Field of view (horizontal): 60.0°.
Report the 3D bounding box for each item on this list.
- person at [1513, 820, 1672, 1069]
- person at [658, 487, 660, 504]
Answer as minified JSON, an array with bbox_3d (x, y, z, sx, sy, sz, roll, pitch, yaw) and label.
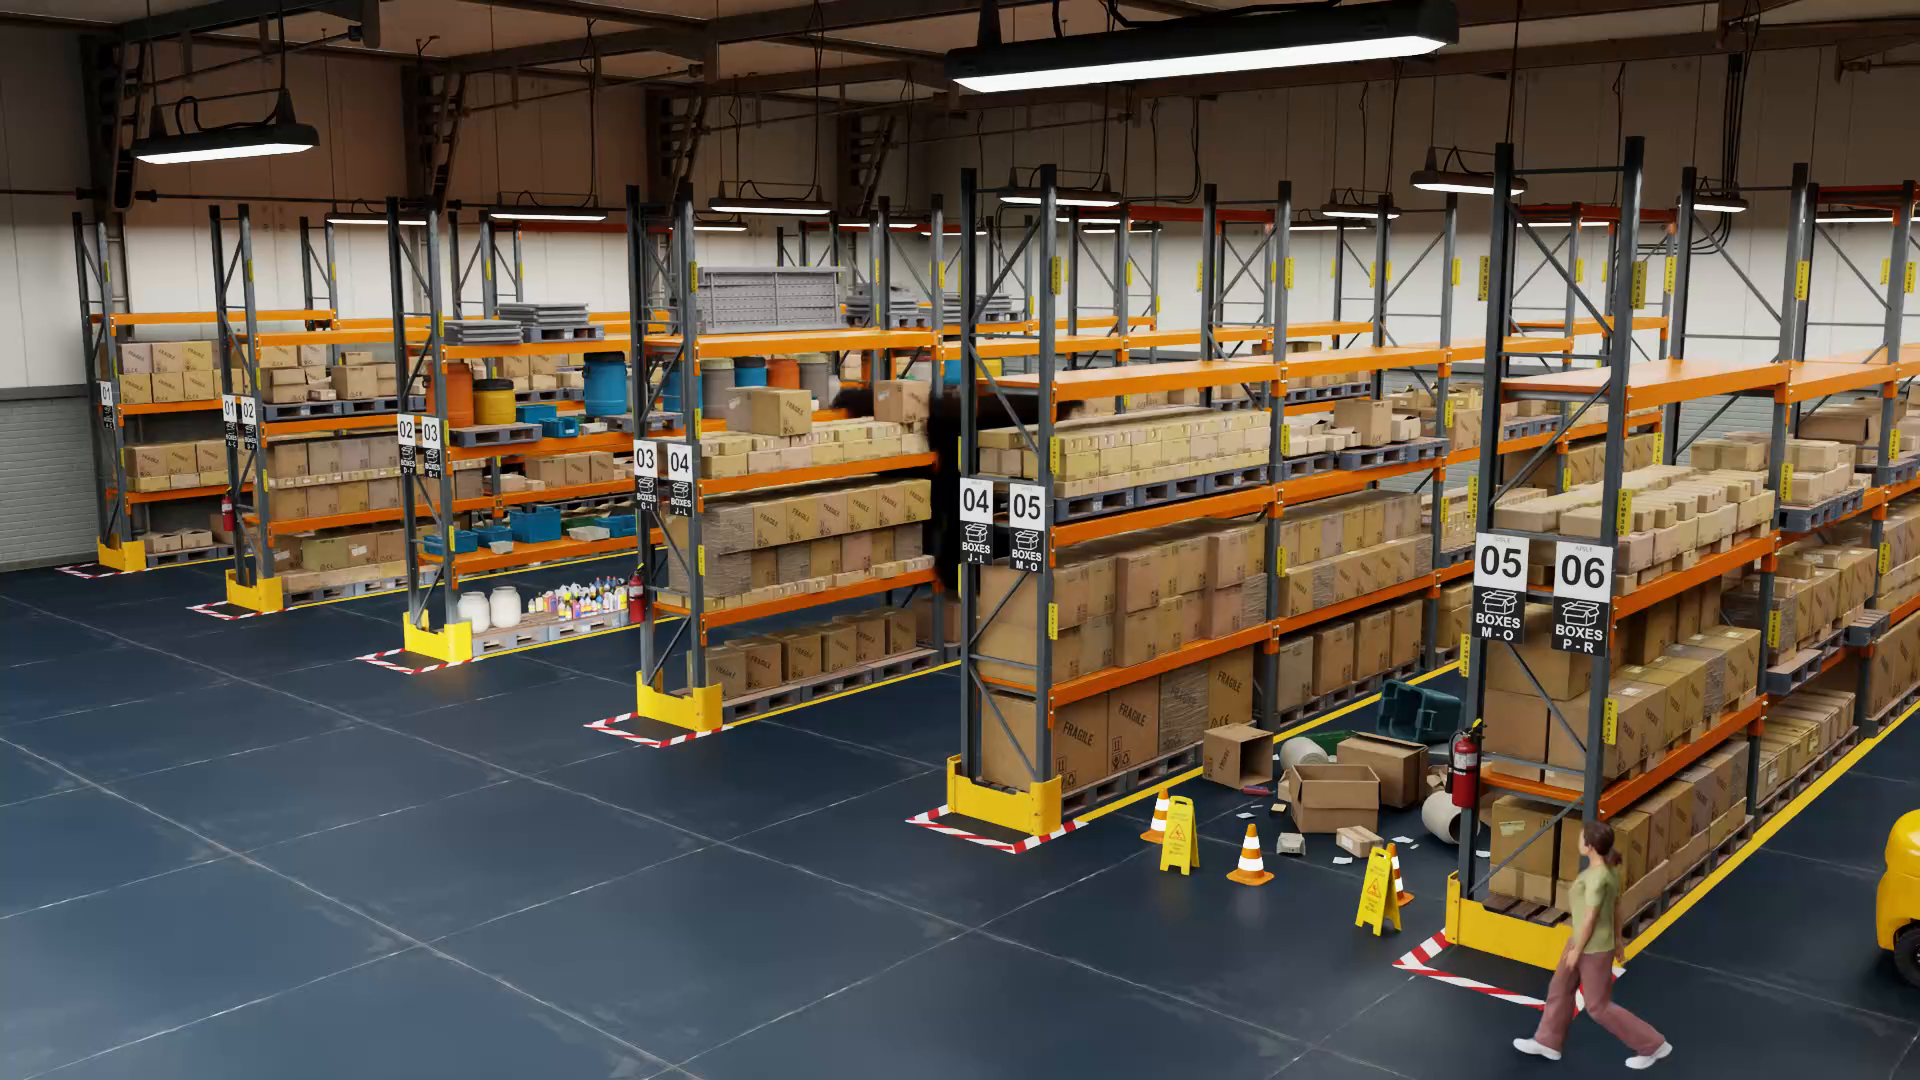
[{"bbox_3d":[4.085,2.608,10.651,0.947,1.644,0.423,3,10,17],"label":"person"},{"bbox_3d":[-6.108,-1.112,32.705,0.422,1.724,0.624,7,12,34],"label":"person"}]
